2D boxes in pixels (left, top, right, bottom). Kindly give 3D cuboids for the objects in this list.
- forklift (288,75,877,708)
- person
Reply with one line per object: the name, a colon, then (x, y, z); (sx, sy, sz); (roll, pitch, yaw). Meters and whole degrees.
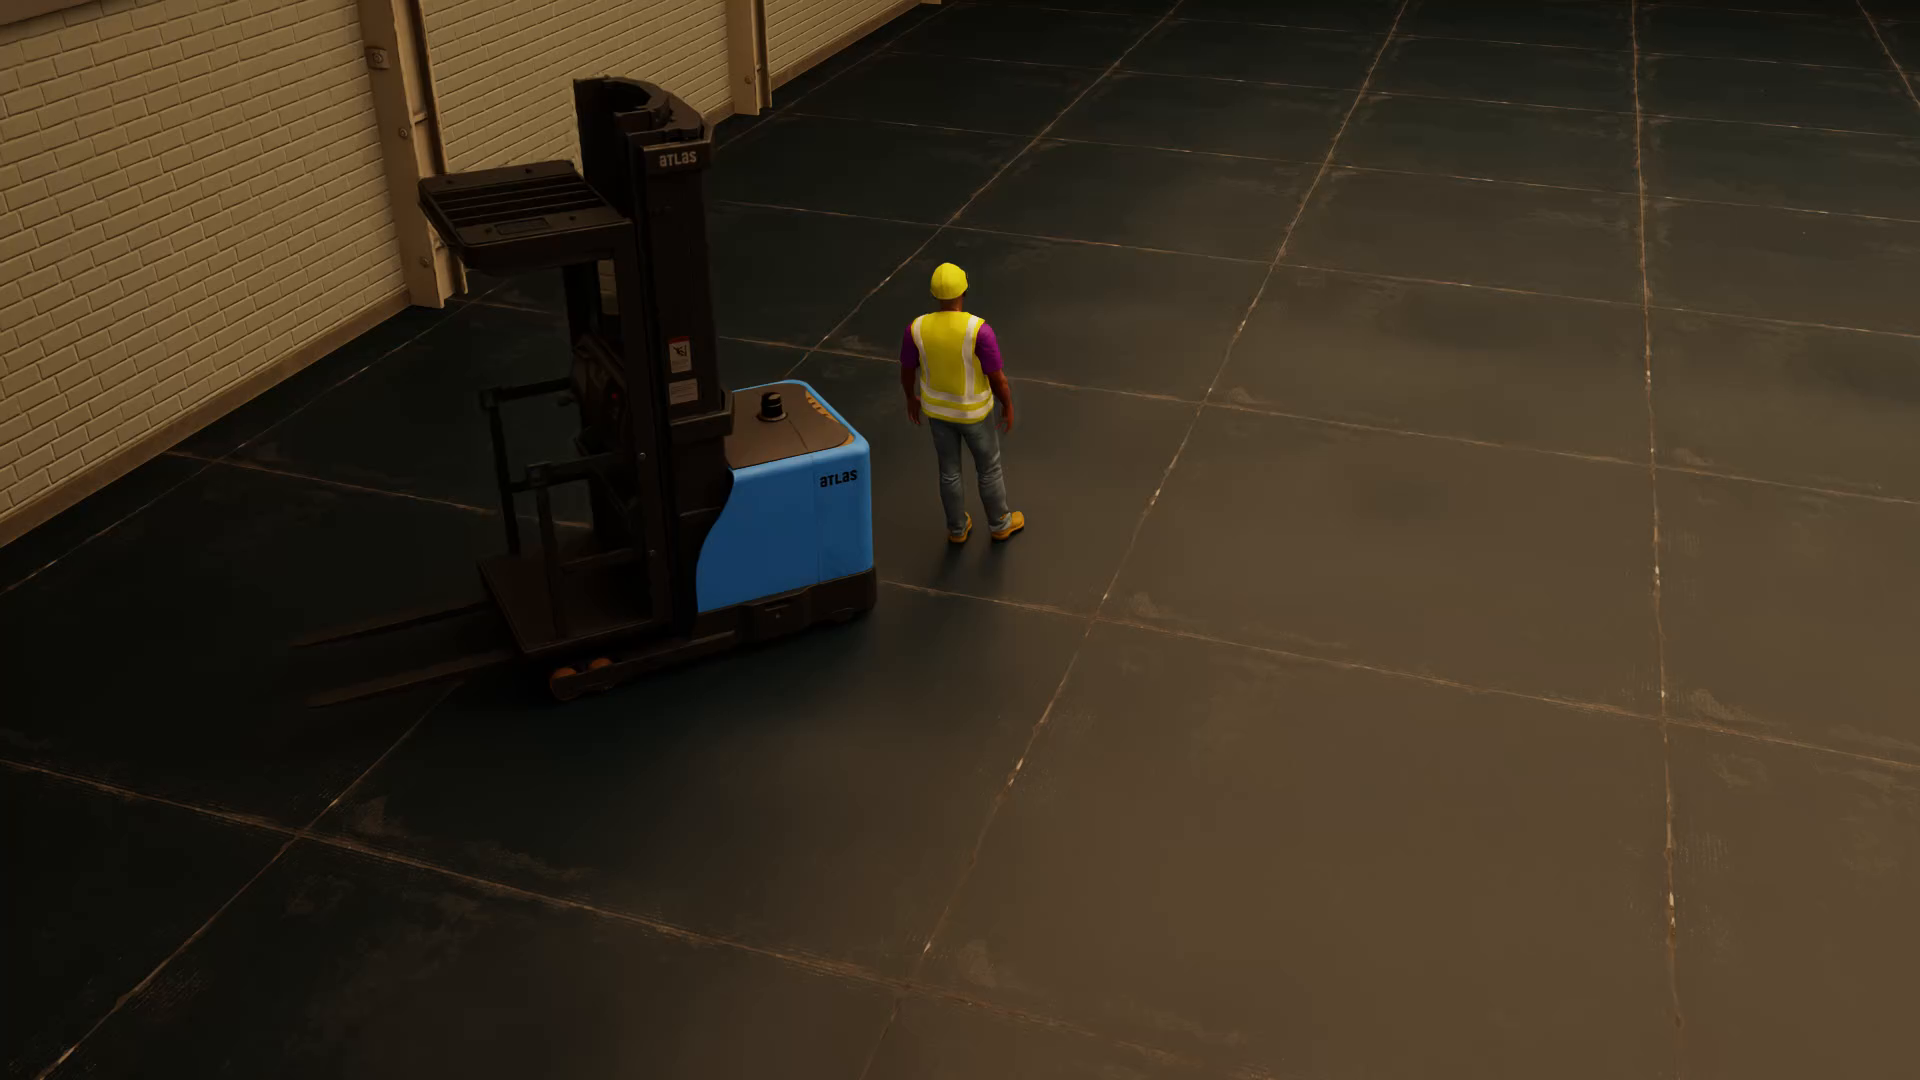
forklift: (-2.018, -0.740, 8.434); (3.031, 2.935, 1.130); (-14, 33, -23)
person: (0.014, -0.808, 9.721); (0.669, 1.764, 0.572); (10, 31, 17)
